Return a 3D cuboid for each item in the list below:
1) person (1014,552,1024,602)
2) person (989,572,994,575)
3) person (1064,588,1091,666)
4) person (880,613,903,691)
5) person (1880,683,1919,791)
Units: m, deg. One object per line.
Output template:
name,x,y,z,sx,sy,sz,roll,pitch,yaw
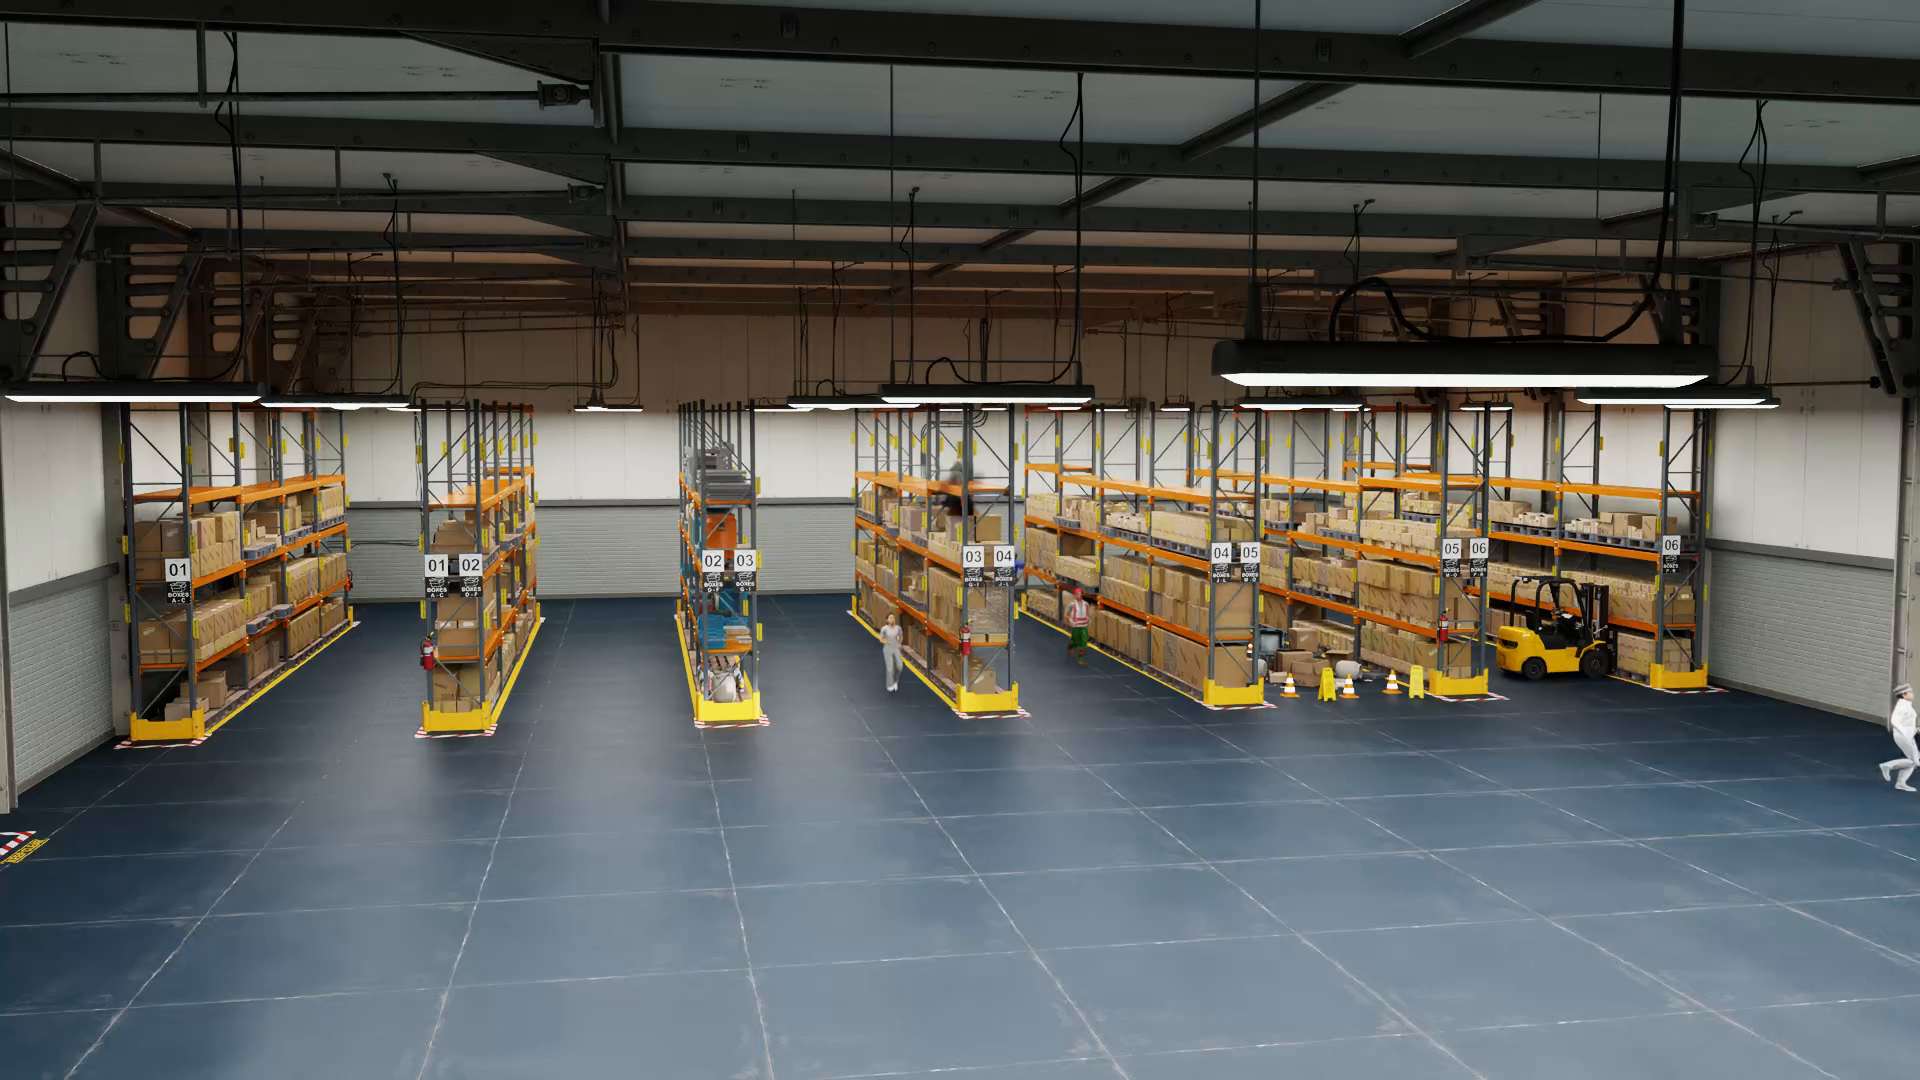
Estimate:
person,1.559,1.171,49.441,0.925,1.629,0.661,-3,5,-34
person,0.717,1.236,48.961,0.754,1.584,0.631,2,5,22
person,2.720,1.978,38.060,0.655,1.762,0.832,-1,5,-18
person,-1.379,2.311,34.223,0.544,1.629,0.603,-1,4,-16
person,14.353,2.994,25.336,0.552,1.657,0.621,3,5,32
